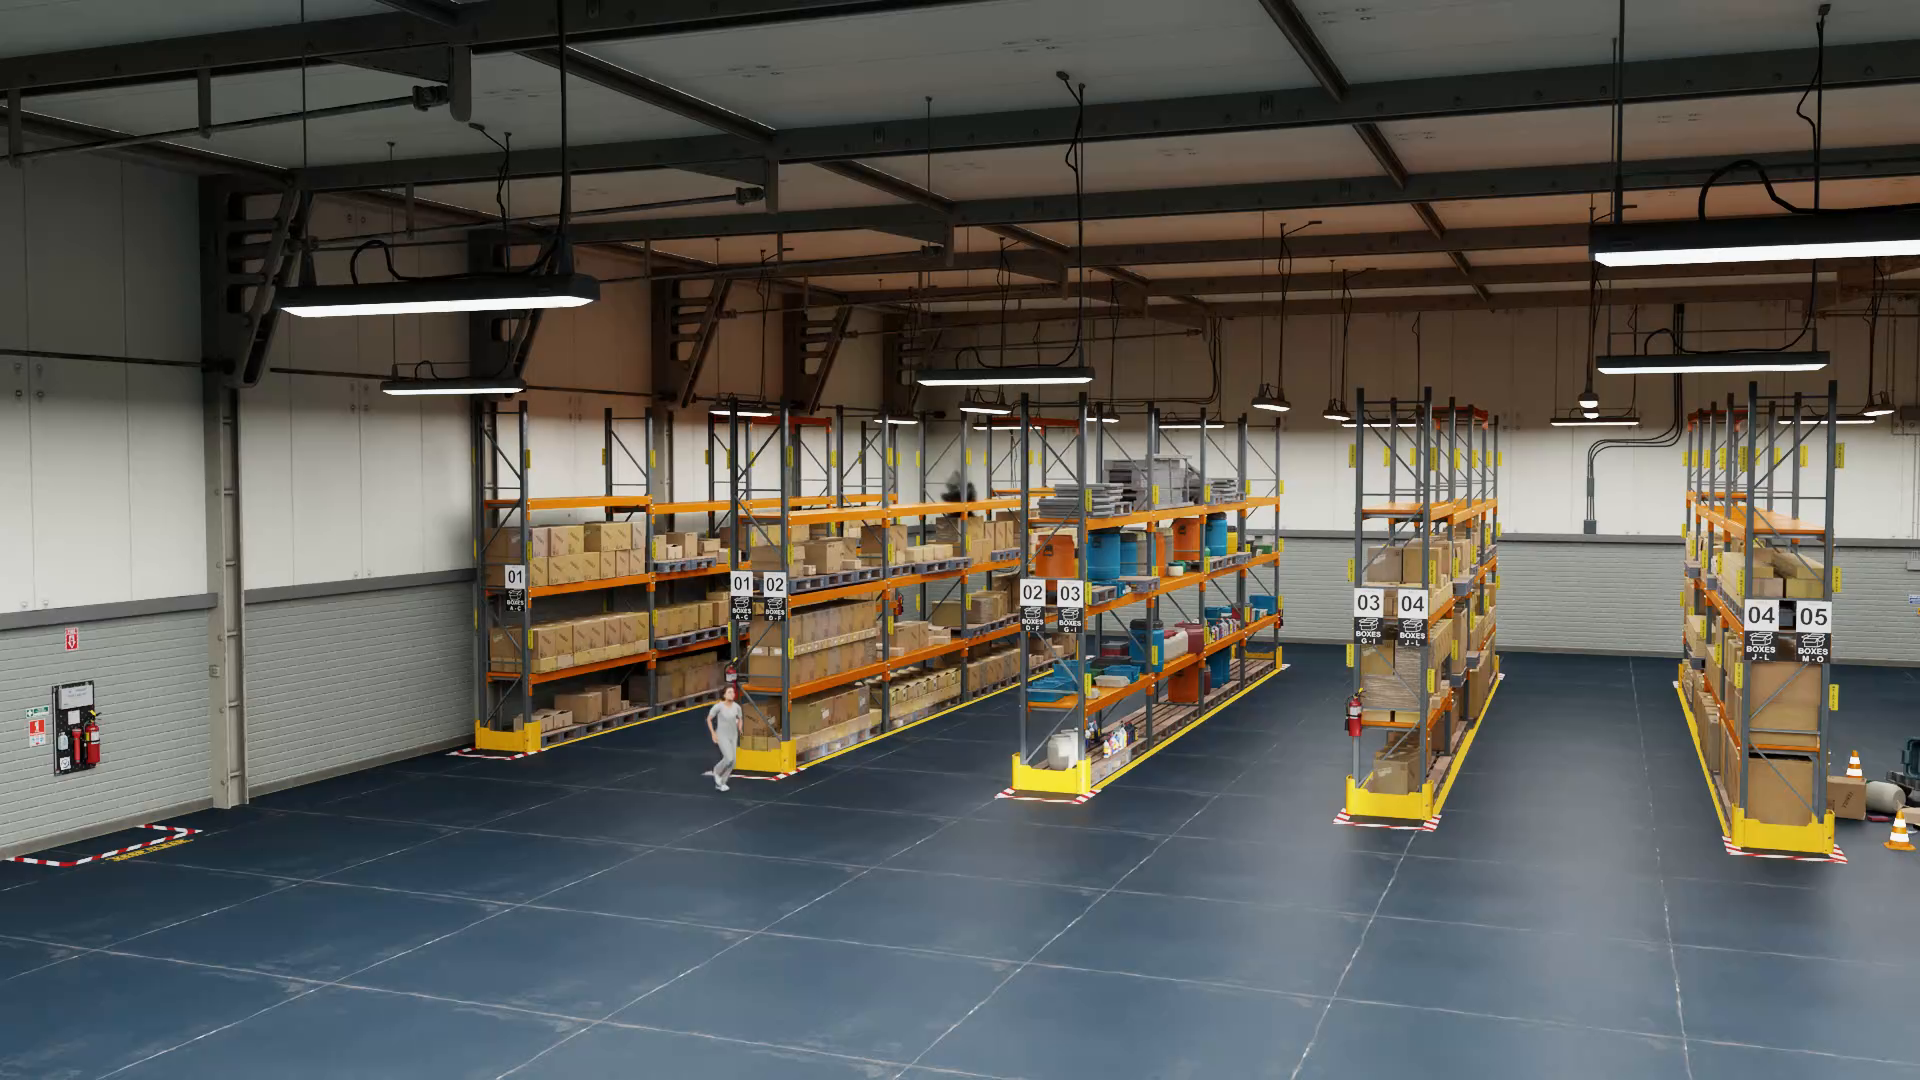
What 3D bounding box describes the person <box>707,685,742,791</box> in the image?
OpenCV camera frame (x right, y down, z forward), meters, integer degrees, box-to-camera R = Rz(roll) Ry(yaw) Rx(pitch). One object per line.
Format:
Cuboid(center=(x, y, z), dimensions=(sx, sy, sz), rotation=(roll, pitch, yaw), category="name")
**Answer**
Cuboid(center=(-3.487, 2.983, 25.017), dimensions=(0.515, 1.597, 0.584), rotation=(-2, 4, -39), category="person")
